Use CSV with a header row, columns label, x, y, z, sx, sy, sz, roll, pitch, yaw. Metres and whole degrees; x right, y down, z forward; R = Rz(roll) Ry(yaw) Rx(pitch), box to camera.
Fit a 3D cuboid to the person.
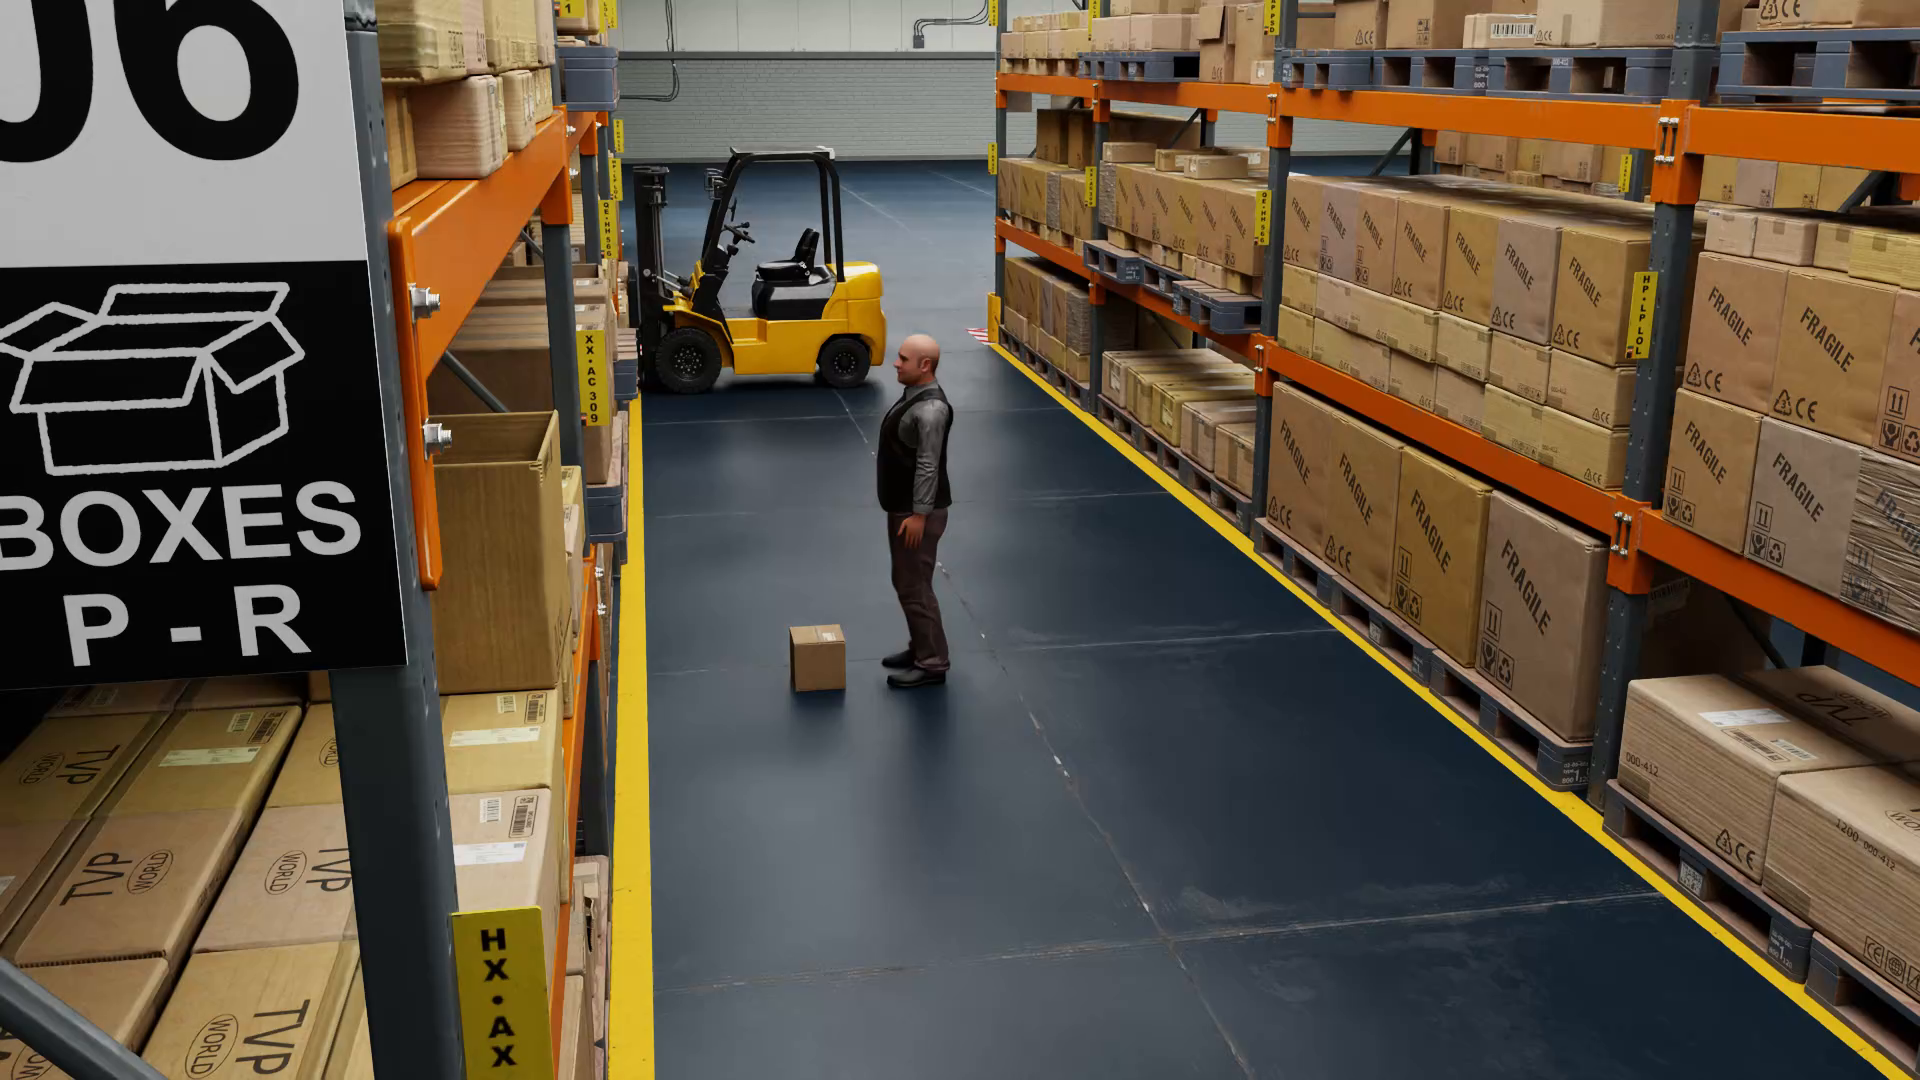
label,x,y,z,sx,sy,sz,roll,pitch,yaw
person,-0.222,-0.094,8.093,0.359,1.634,0.531,-3,16,-9
